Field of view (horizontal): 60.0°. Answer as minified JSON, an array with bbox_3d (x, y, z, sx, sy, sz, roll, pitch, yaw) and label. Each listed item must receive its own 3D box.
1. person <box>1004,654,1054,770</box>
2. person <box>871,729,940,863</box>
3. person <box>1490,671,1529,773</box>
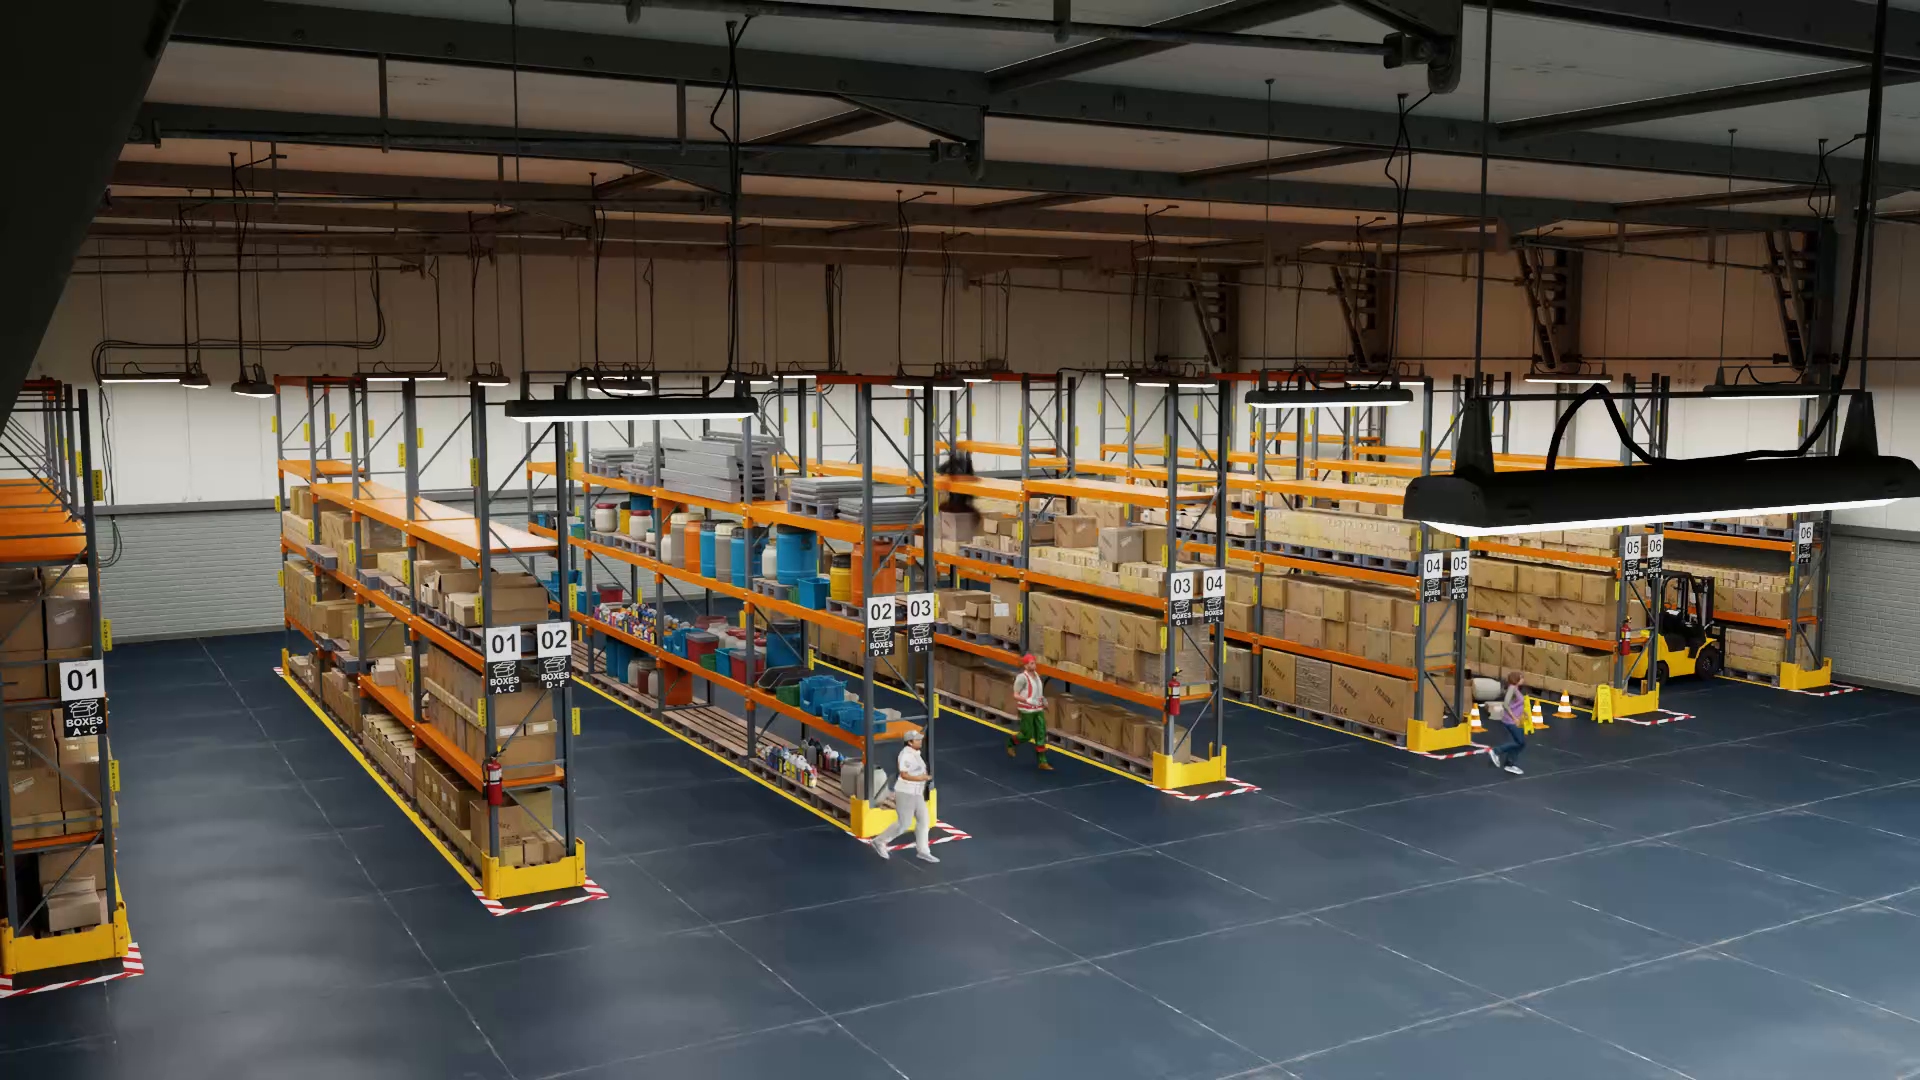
[{"bbox_3d":[1.090,2.633,25.634,0.658,1.768,0.971,-6,9,-44],"label":"person"},{"bbox_3d":[-0.671,3.222,20.977,0.855,1.682,0.615,1,6,10],"label":"person"},{"bbox_3d":[8.422,2.780,25.470,0.539,1.574,0.557,3,7,25],"label":"person"}]
